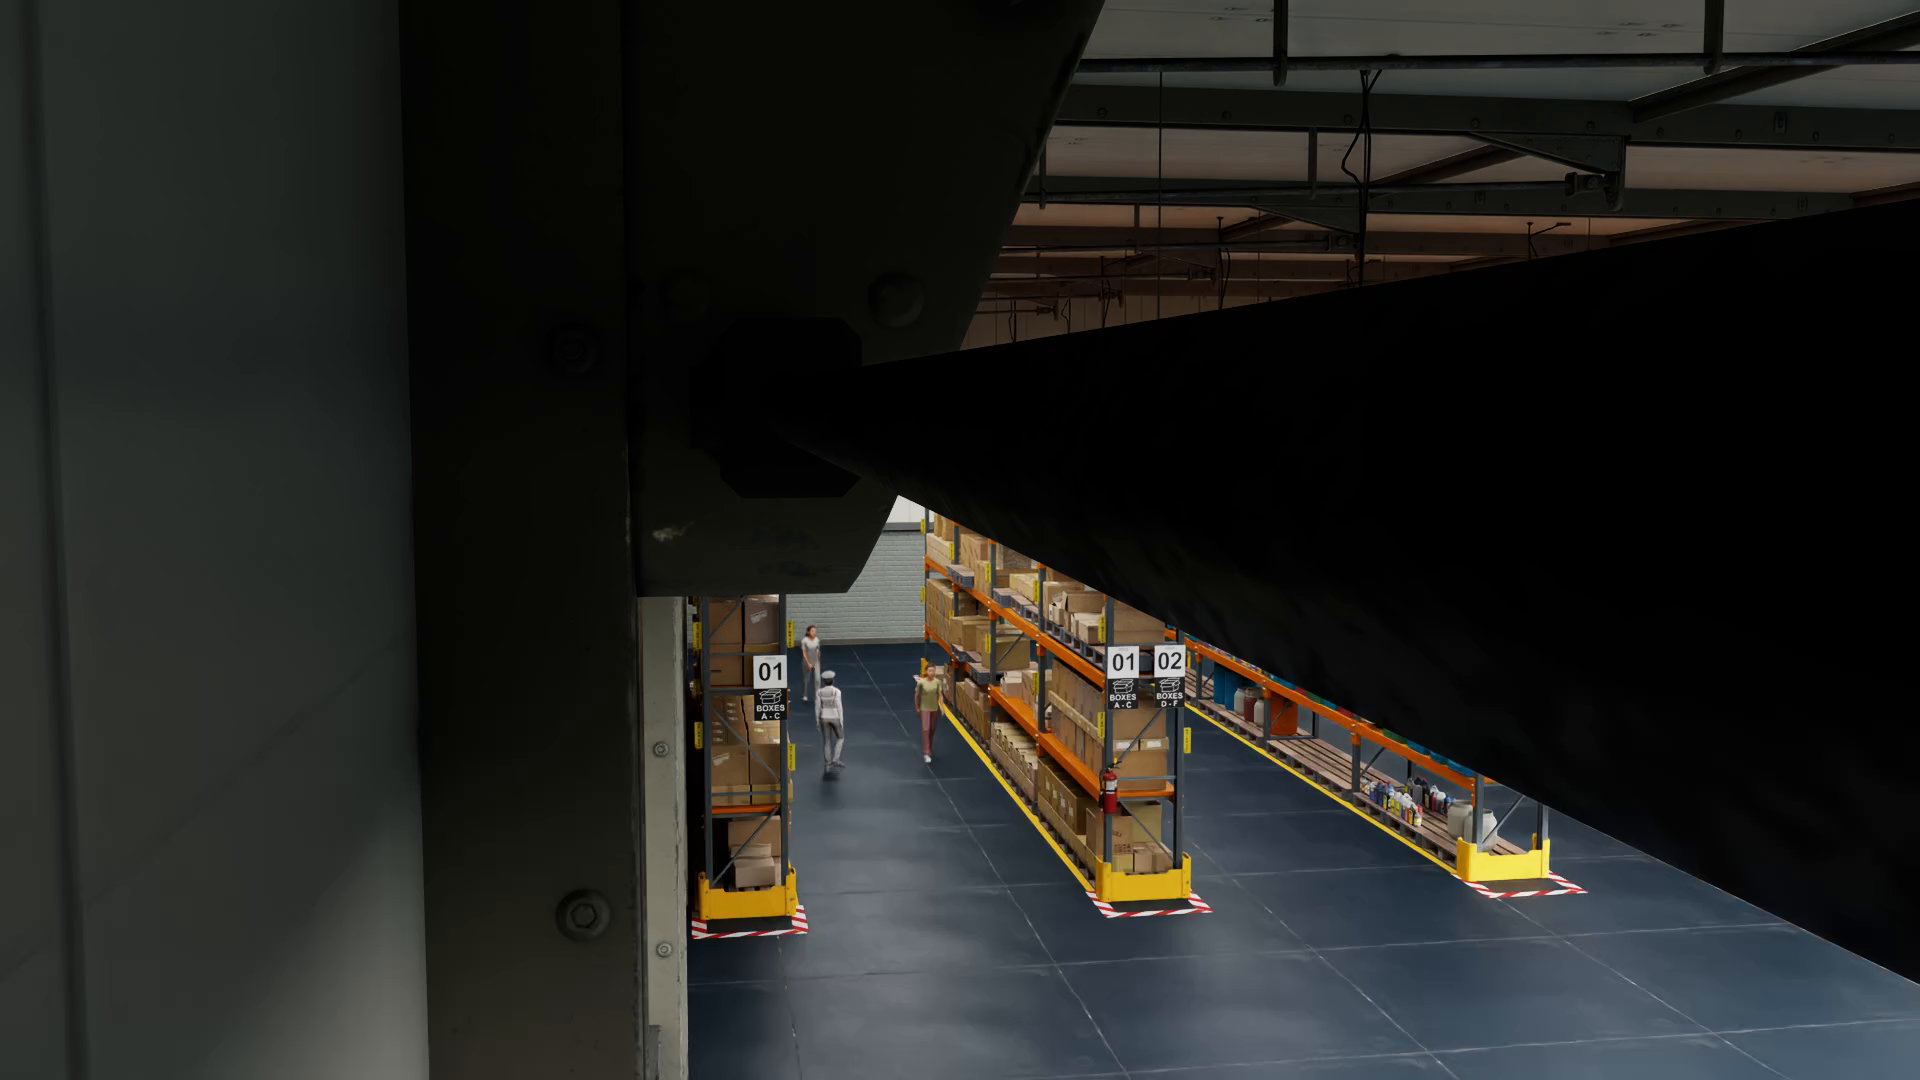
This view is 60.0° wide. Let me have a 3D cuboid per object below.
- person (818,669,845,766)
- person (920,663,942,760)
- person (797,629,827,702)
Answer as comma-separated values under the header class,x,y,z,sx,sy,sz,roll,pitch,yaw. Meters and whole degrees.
class,x,y,z,sx,sy,sz,roll,pitch,yaw
person,-2.188,3.009,28.333,0.485,1.637,1.003,0,5,1
person,-0.512,2.967,28.848,0.528,1.668,0.493,2,5,23
person,-2.966,2.580,33.943,0.825,1.551,0.495,3,6,32
